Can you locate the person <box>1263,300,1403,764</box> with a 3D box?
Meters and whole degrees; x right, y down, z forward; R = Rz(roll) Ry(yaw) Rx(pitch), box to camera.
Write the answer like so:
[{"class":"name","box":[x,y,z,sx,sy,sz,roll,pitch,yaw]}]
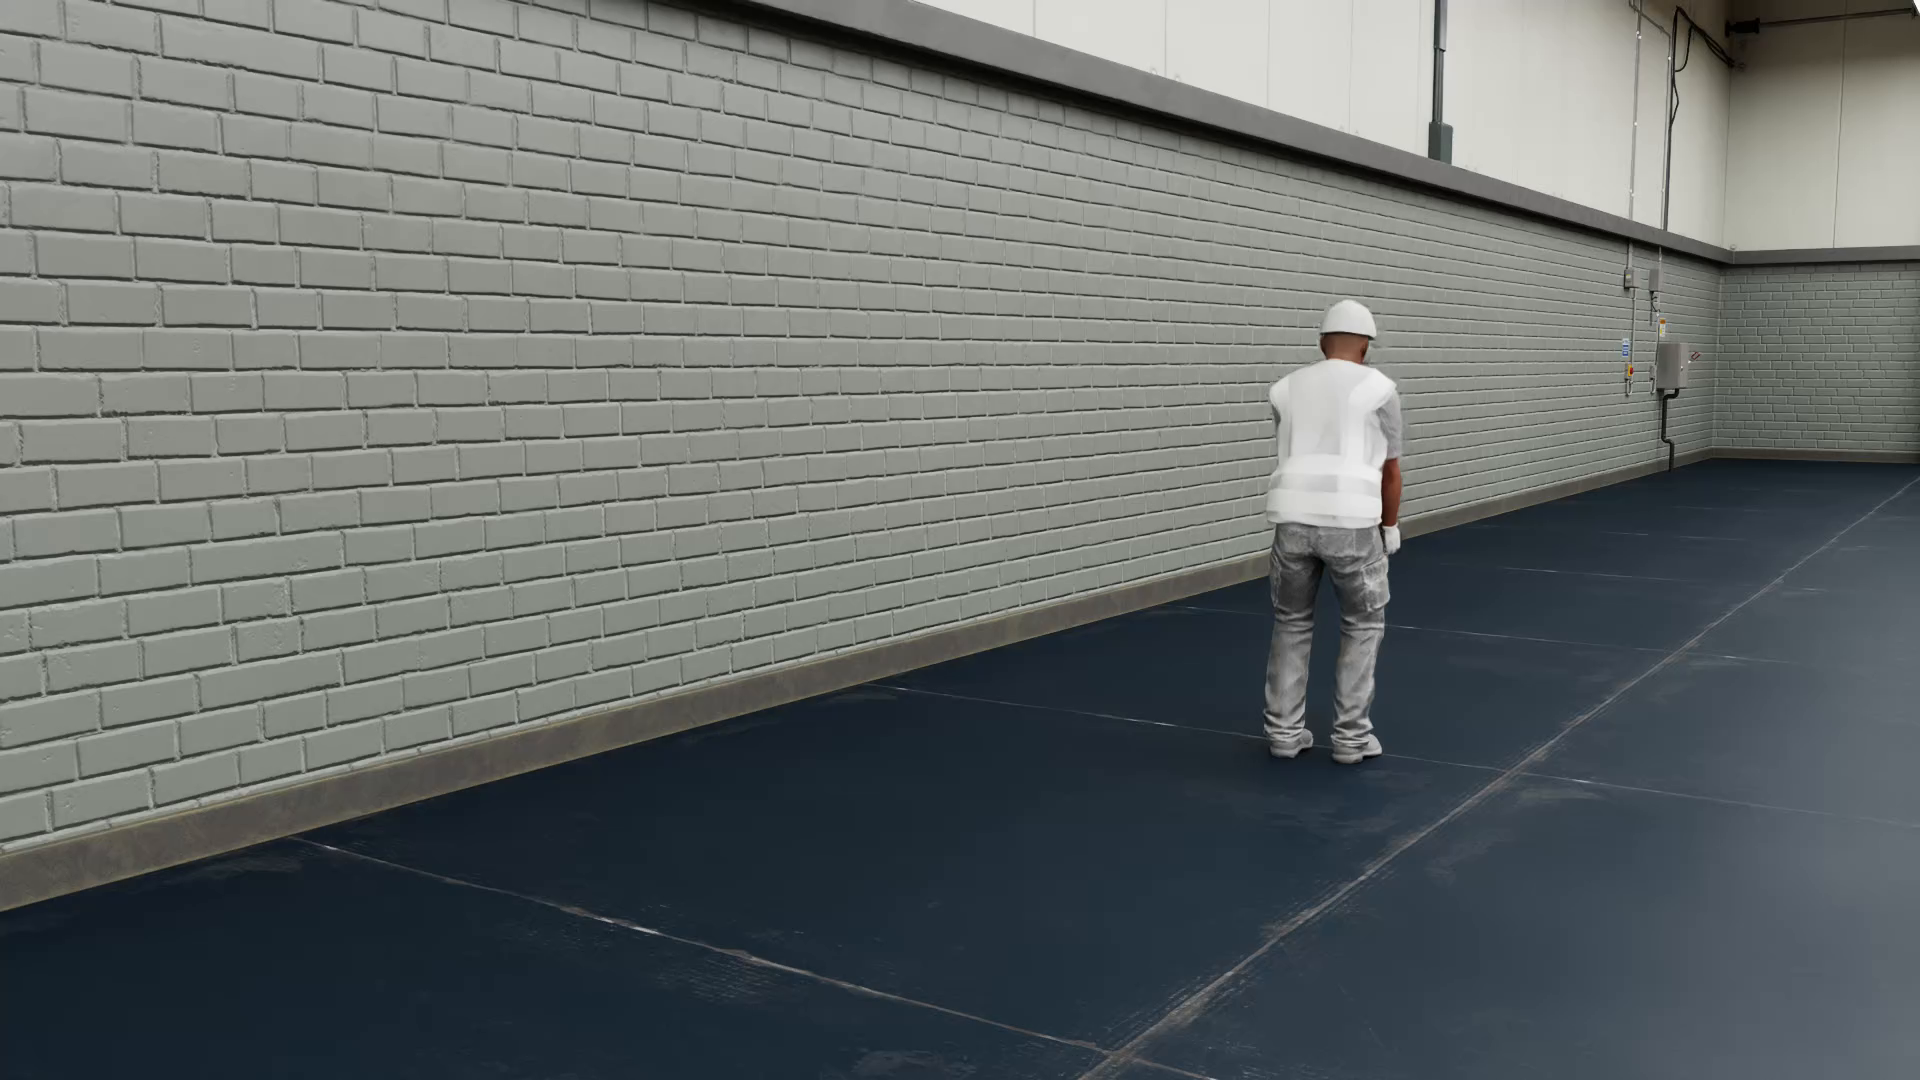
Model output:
[{"class":"person","box":[1.411,-0.045,6.308,0.485,1.725,0.621,4,7,32]}]
